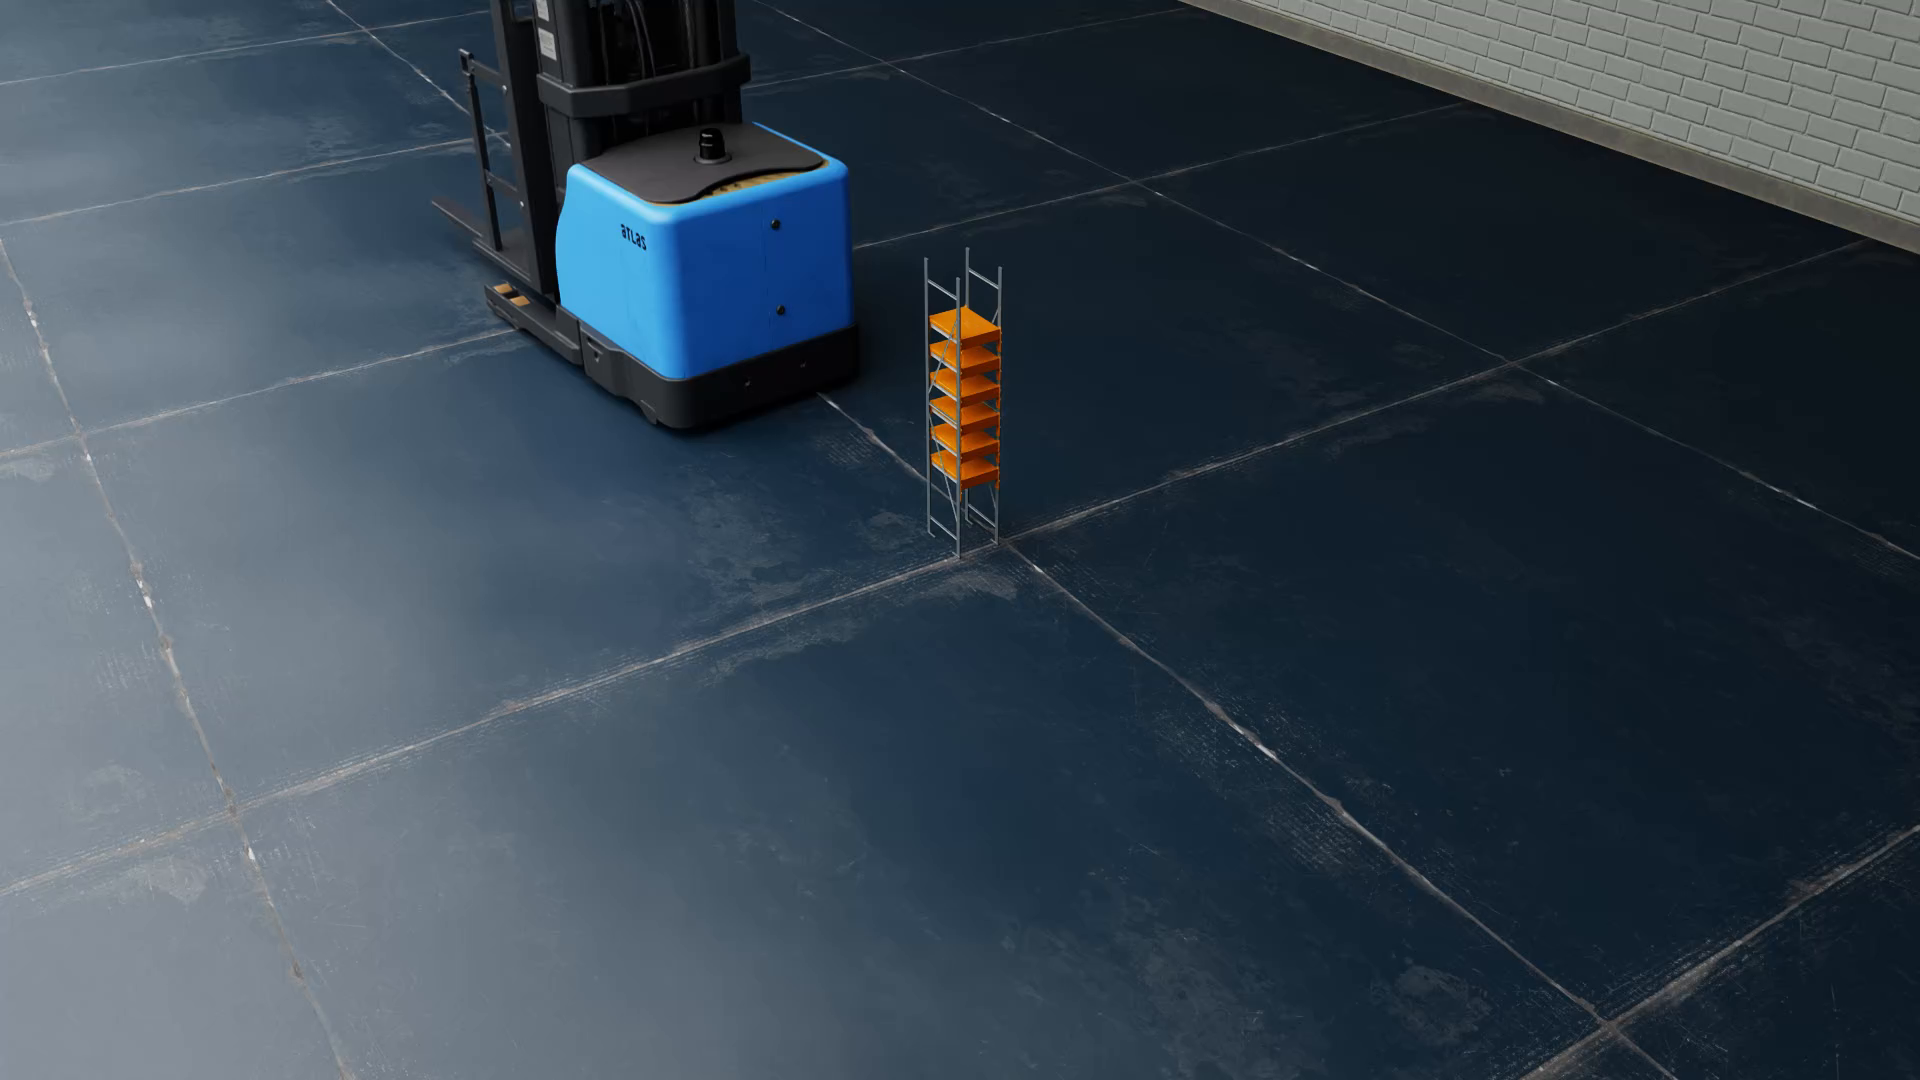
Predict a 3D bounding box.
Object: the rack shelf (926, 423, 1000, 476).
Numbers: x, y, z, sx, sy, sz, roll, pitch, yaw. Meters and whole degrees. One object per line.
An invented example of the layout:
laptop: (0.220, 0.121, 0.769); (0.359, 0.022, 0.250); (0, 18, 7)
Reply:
rack shelf: (0.012, -0.373, 6.524); (0.180, 0.103, 0.258); (-19, 37, -27)

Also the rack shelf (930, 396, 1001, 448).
rack shelf: (0.012, -0.474, 6.460); (0.180, 0.103, 0.258); (-19, 37, -27)

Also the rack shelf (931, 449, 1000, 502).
rack shelf: (0.012, -0.271, 6.588); (0.180, 0.103, 0.258); (-19, 37, -27)

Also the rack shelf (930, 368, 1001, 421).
rack shelf: (0.012, -0.576, 6.396); (0.180, 0.103, 0.258); (-19, 37, -27)

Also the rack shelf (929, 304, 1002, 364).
rack shelf: (0.012, -0.779, 6.268); (0.180, 0.103, 0.258); (-19, 37, -27)

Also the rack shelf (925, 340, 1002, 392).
rack shelf: (0.012, -0.677, 6.332); (0.180, 0.103, 0.258); (-19, 37, -27)

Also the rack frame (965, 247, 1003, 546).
rack frame: (0.089, -0.538, 6.478); (0.006, 1.200, 0.240); (-19, 37, -27)

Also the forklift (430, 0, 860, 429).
forklift: (-1.787, -2.456, 7.897); (1.130, 2.935, 3.031); (-23, 39, -32)

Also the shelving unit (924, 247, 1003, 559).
shelving unit: (0.012, -0.512, 6.437); (0.189, 1.200, 0.258); (-19, 37, -27)

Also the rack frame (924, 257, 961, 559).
rack frame: (-0.065, -0.485, 6.395); (0.006, 1.200, 0.240); (-19, 37, -27)
